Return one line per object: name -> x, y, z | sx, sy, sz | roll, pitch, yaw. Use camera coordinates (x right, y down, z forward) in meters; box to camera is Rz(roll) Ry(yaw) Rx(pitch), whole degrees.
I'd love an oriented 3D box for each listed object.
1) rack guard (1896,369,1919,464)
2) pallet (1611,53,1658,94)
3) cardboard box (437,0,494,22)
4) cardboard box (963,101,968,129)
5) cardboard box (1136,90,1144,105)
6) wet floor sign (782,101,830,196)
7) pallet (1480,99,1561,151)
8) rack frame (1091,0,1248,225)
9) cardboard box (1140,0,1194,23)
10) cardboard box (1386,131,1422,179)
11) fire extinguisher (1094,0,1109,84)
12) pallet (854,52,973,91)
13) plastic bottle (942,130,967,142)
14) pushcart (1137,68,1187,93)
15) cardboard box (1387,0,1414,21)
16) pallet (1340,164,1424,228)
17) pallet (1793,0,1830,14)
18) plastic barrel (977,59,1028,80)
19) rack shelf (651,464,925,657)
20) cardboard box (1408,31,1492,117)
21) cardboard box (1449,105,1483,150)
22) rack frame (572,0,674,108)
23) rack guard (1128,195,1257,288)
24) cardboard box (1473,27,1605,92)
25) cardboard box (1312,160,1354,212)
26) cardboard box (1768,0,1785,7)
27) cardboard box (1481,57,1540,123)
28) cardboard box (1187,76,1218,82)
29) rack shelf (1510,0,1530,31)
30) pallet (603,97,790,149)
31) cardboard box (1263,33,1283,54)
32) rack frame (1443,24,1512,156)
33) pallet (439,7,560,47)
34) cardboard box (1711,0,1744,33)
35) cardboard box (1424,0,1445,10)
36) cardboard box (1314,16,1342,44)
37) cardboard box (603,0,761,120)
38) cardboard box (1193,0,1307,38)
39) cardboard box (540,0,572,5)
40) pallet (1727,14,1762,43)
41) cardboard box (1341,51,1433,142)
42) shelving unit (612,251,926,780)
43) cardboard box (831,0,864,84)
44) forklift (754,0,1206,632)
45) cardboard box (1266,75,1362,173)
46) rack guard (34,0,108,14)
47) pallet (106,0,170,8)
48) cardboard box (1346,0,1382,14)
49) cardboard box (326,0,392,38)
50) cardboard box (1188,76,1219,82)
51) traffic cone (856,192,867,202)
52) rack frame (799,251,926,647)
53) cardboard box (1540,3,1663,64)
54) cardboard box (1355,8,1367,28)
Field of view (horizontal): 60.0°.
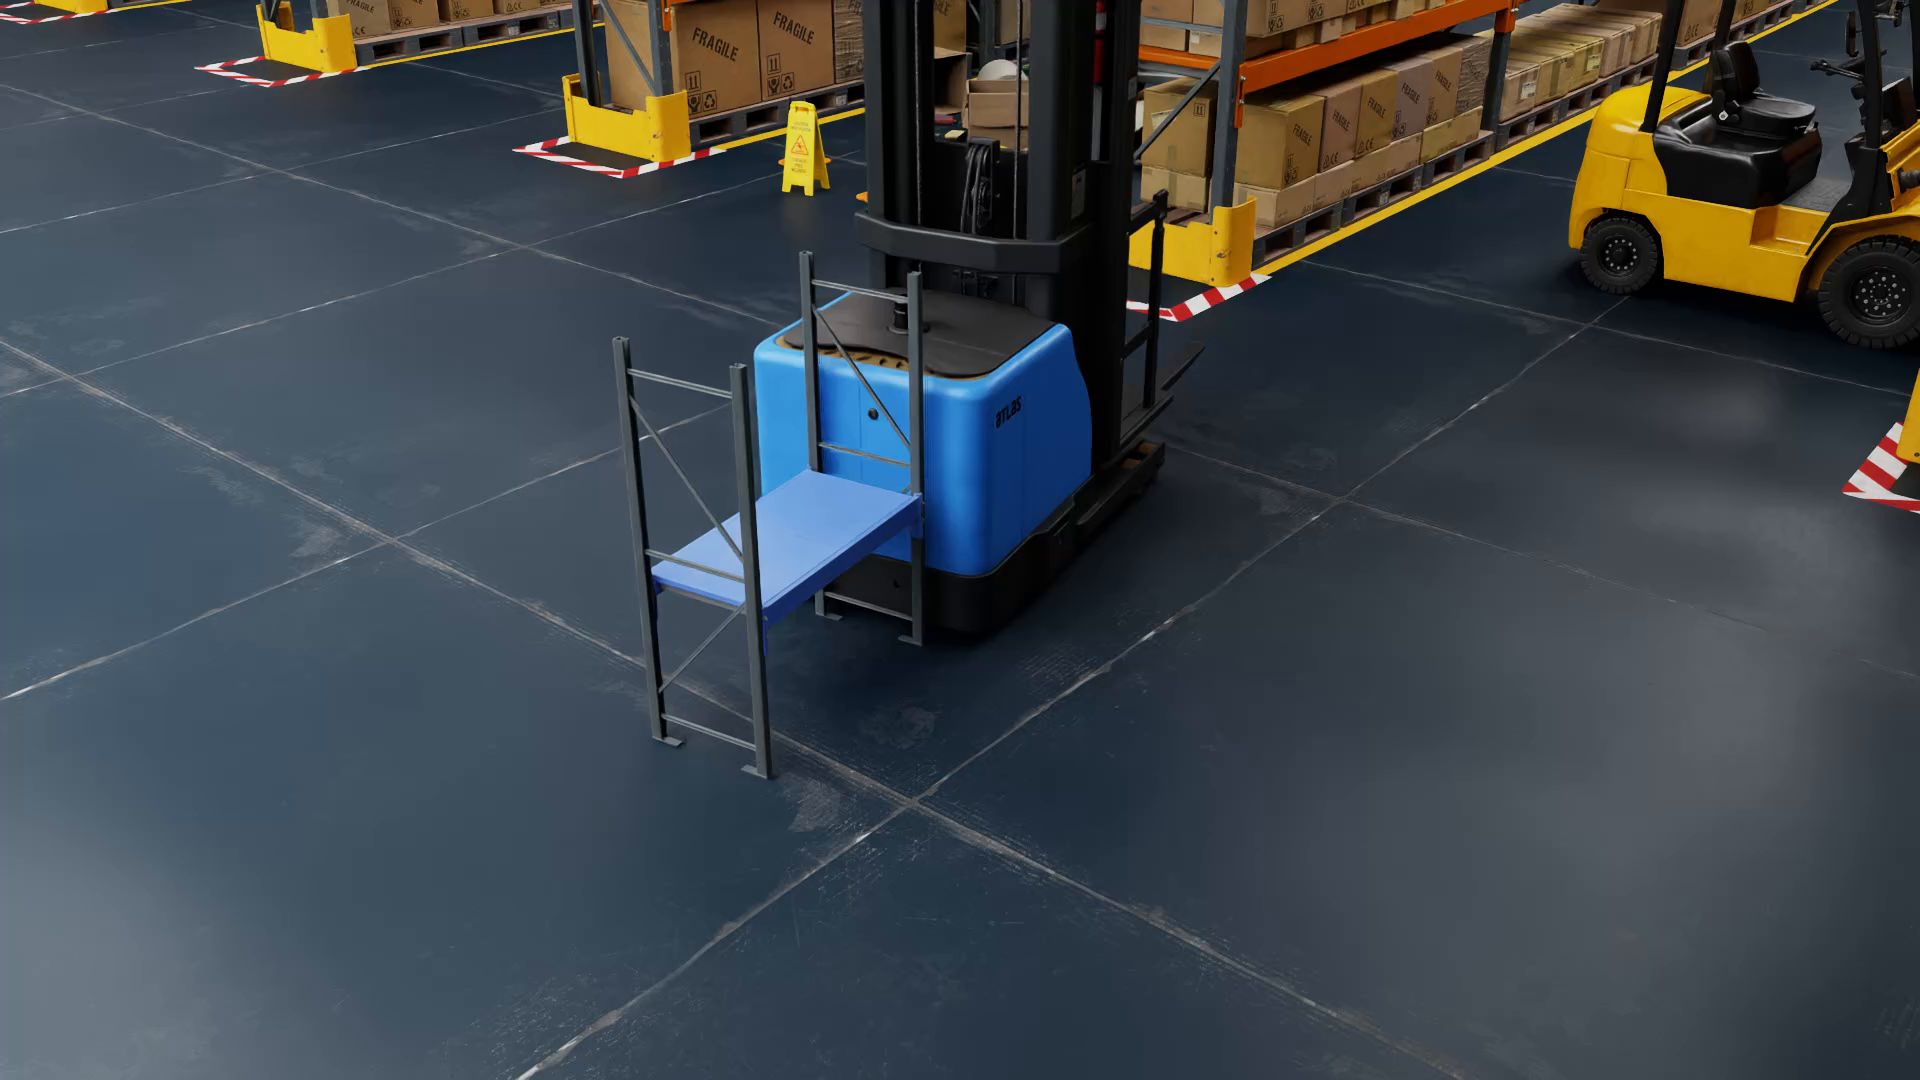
rack guard -> 5.062, -0.514, 7.699 | 1.175, 0.500, 0.348 | 21, 34, 34
pallet -> 5.835, -4.403, 15.531 | 1.003, 0.211, 1.213 | 21, 34, 34
cardboard box -> -5.225, -5.709, 17.285 | 0.500, 0.500, 0.500 | 25, 36, 39
cardboard box -> 0.233, -3.549, 13.821 | 0.258, 0.266, 0.396 | -21, 34, -35
cardboard box -> 1.615, -3.624, 13.966 | 0.258, 0.266, 0.396 | 0, 27, 0
wet floor sign -> -1.130, -2.858, 12.072 | 0.267, 0.644, 0.232 | 15, 31, 26
pallet -> 4.283, -3.538, 13.859 | 1.003, 0.211, 1.213 | 21, 34, 34
rack frame -> 1.245, -3.082, 9.942 | 1.000, 3.000, 0.127 | 21, 34, 34
cardboard box -> 1.377, -3.531, 10.379 | 0.500, 0.500, 0.500 | 20, 33, 34
cardboard box -> 2.962, -2.806, 11.946 | 0.500, 0.250, 0.500 | 21, 34, 35
fire extinguisher -> 0.816, -3.141, 10.142 | 0.296, 0.674, 0.183 | 21, 34, 34
pallet -> -0.639, -4.425, 15.575 | 1.003, 0.211, 1.213 | 21, 34, 34
plastic bottle -> -0.036, -3.294, 13.550 | 0.133, 0.061, 0.283 | 9, 29, 17
pushcart -> 1.998, -3.984, 14.540 | 1.648, 0.377, 0.936 | 9, 29, 17
cardboard box -> 2.855, -3.640, 11.296 | 0.380, 0.149, 0.250 | 21, 34, 35
pallet -> 2.613, -2.578, 12.004 | 1.003, 0.211, 1.213 | 21, 34, 34
pallet -> 9.422, -6.344, 19.284 | 1.003, 0.211, 1.213 | 21, 34, 34
plastic barrel -> 0.367, -3.916, 14.359 | 0.421, 0.421, 0.512 | -5, 28, -9
rack shelf -> -0.610, 0.047, 5.919 | 0.538, 0.185, 1.000 | 15, 31, 26
cardboard box -> 3.620, -3.510, 12.490 | 0.500, 0.500, 0.500 | 20, 34, 34
cardboard box -> 3.620, -3.177, 12.662 | 0.500, 0.250, 0.500 | 23, 35, 37
rack frame -> -2.639, -4.492, 12.670 | 1.000, 3.000, 0.127 | 21, 34, 34
rack guard -> 1.293, -1.998, 10.569 | 1.175, 0.500, 0.348 | 21, 34, 34
cardboard box -> 5.016, -4.209, 14.524 | 0.950, 0.372, 0.625 | 22, 35, 36
cardboard box -> 2.302, -2.431, 11.220 | 0.500, 0.250, 0.500 | 22, 35, 36
cardboard box -> 8.545, -6.336, 18.088 | 0.875, 0.875, 0.875 | 22, 35, 36
cardboard box -> 4.121, -3.706, 13.552 | 0.950, 0.372, 0.625 | 21, 34, 35
cardboard box -> 1.883, -2.926, 11.361 | 0.500, 0.500, 0.500 | 22, 35, 36
rack shelf -> 5.061, -4.889, 14.220 | 1.077, 0.370, 4.000 | 21, 34, 34
pallet -> -2.191, -3.560, 13.902 | 1.003, 0.211, 1.213 | 21, 34, 34
cardboard box -> 1.770, -3.124, 10.297 | 0.380, 0.149, 0.250 | 21, 34, 35
rack frame -> 3.789, -4.500, 12.684 | 1.000, 3.000, 0.127 | 21, 34, 34
pallet -> -5.033, -5.475, 17.603 | 1.003, 0.211, 1.213 | 21, 34, 34
cardboard box -> 7.407, -5.696, 16.852 | 0.875, 0.875, 0.875 | 21, 34, 35
cardboard box -> 3.176, -3.824, 11.651 | 0.380, 0.149, 0.250 | 20, 34, 34
cardboard box -> 2.198, -3.271, 10.581 | 0.380, 0.149, 0.250 | 21, 34, 35
cardboard box -> -2.259, -3.995, 13.563 | 0.875, 0.875, 0.875 | 21, 34, 35
cardboard box -> 1.760, -3.345, 10.019 | 0.500, 0.500, 0.500 | 20, 34, 34
cardboard box -> -4.502, -6.137, 18.112 | 0.500, 0.500, 0.500 | -16, 31, -28
pallet -> 7.669, -5.368, 17.396 | 1.003, 0.211, 1.213 | 21, 34, 34
cardboard box -> 2.974, -3.148, 11.790 | 0.500, 0.500, 0.500 | 23, 35, 37
shelving unit -> -0.610, -0.113, 5.836 | 0.538, 1.500, 1.048 | 15, 31, 26
cardboard box -> -1.119, -4.630, 14.791 | 0.875, 0.875, 0.875 | 21, 34, 35
forklift -> 0.309, -1.595, 7.143 | 1.130, 2.935, 3.031 | 13, 30, 24
cardboard box -> 2.315, -2.780, 11.079 | 0.500, 0.500, 0.500 | 19, 33, 33
rack guard -> -10.212, -6.356, 18.992 | 1.175, 0.500, 0.348 | 21, 34, 34
pallet -> -9.691, -6.514, 19.612 | 1.003, 0.211, 1.213 | 21, 34, 34
cardboard box -> 2.410, -3.711, 10.726 | 0.500, 0.500, 0.500 | 20, 33, 33
cardboard box -> -5.992, -5.271, 16.437 | 0.500, 0.500, 0.500 | -21, 34, -35
cardboard box -> 1.735, -3.178, 11.142 | 0.380, 0.149, 0.250 | 22, 35, 36
traffic cone -> -0.550, -2.688, 11.943 | 0.336, 0.463, 0.334 | 21, 34, 34
rack frame -> -0.355, -0.315, 6.227 | 0.500, 1.500, 0.032 | 15, 31, 26
cardboard box -> 5.966, -4.740, 15.551 | 0.950, 0.372, 0.625 | 18, 32, 31
cardboard box -> 2.459, -3.483, 10.992 | 0.380, 0.149, 0.250 | 22, 35, 36
